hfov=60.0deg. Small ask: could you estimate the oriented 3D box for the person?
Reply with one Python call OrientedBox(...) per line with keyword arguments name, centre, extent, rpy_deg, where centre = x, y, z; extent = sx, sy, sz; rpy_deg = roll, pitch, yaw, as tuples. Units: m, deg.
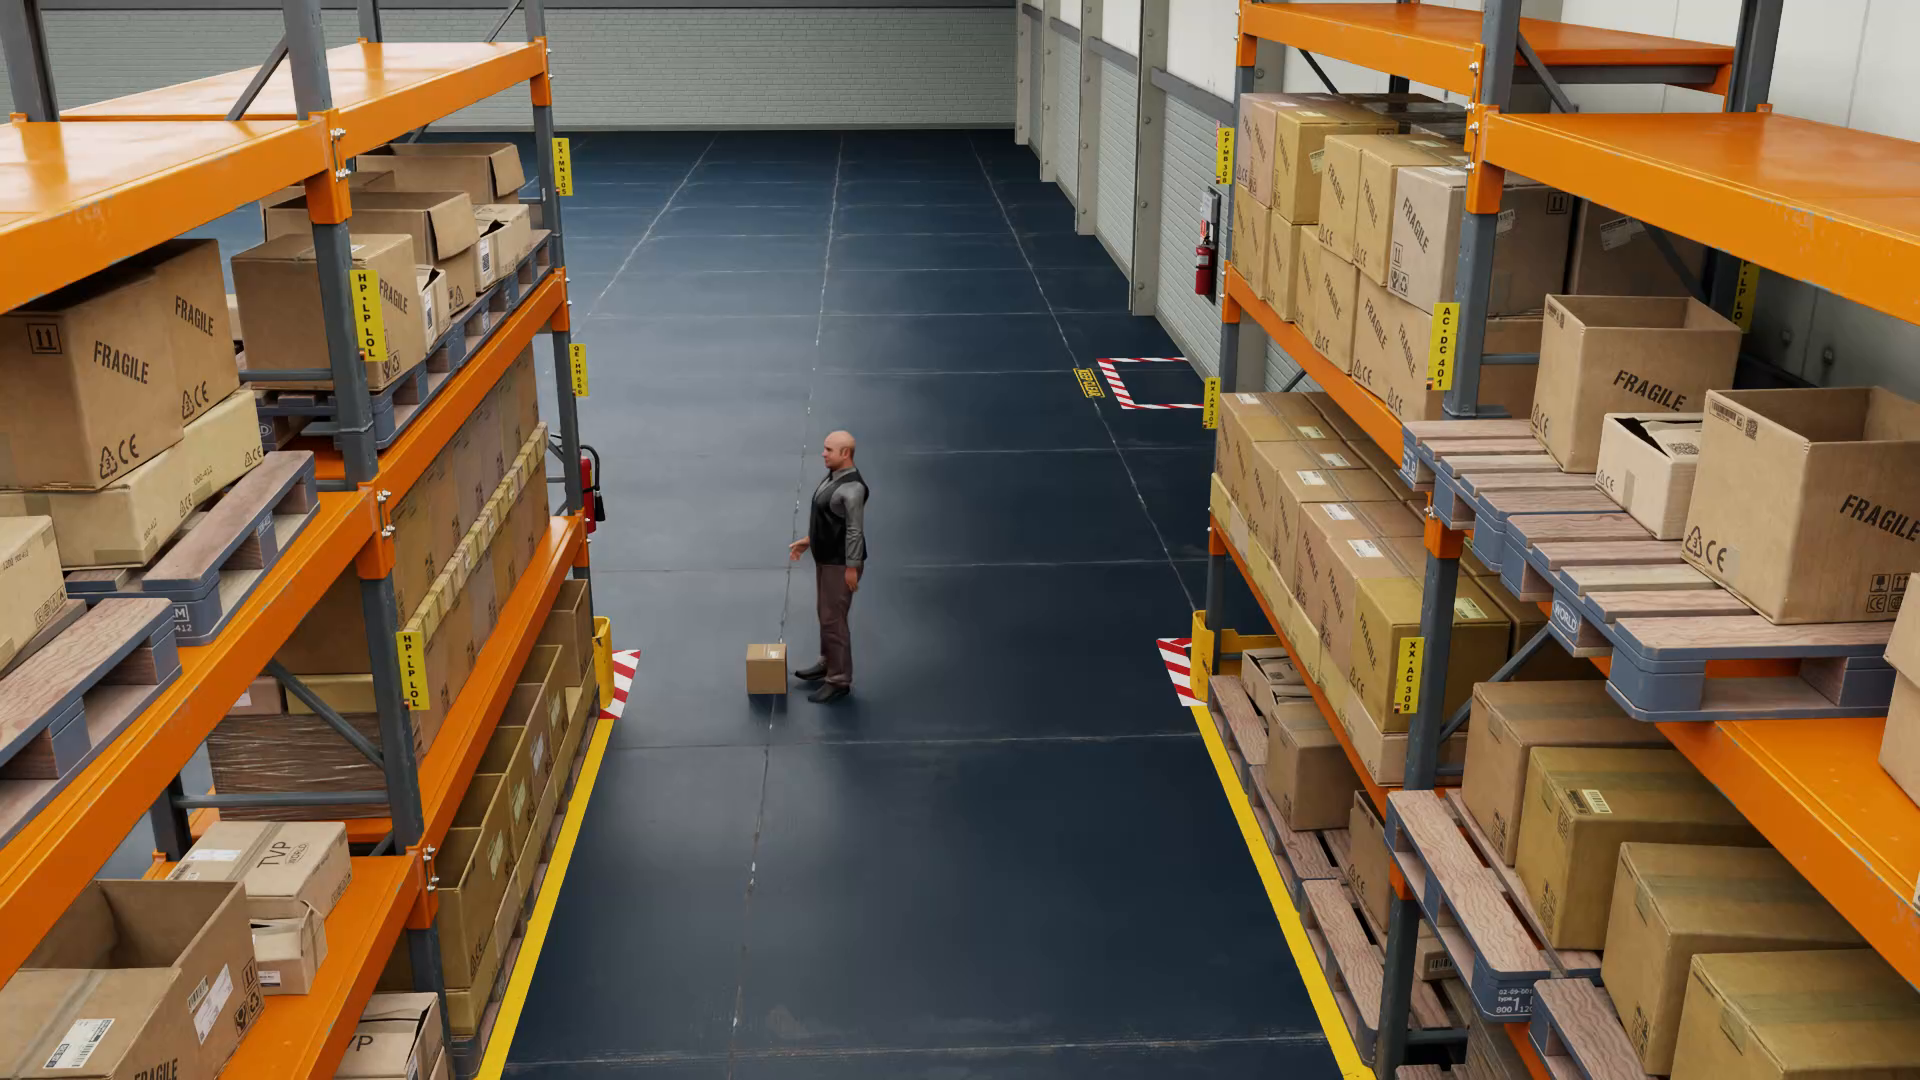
OrientedBox(name="person", centre=(-0.839, 0.152, 10.701), extent=(0.480, 1.759, 0.559), rpy_deg=(-4, 21, -12))
